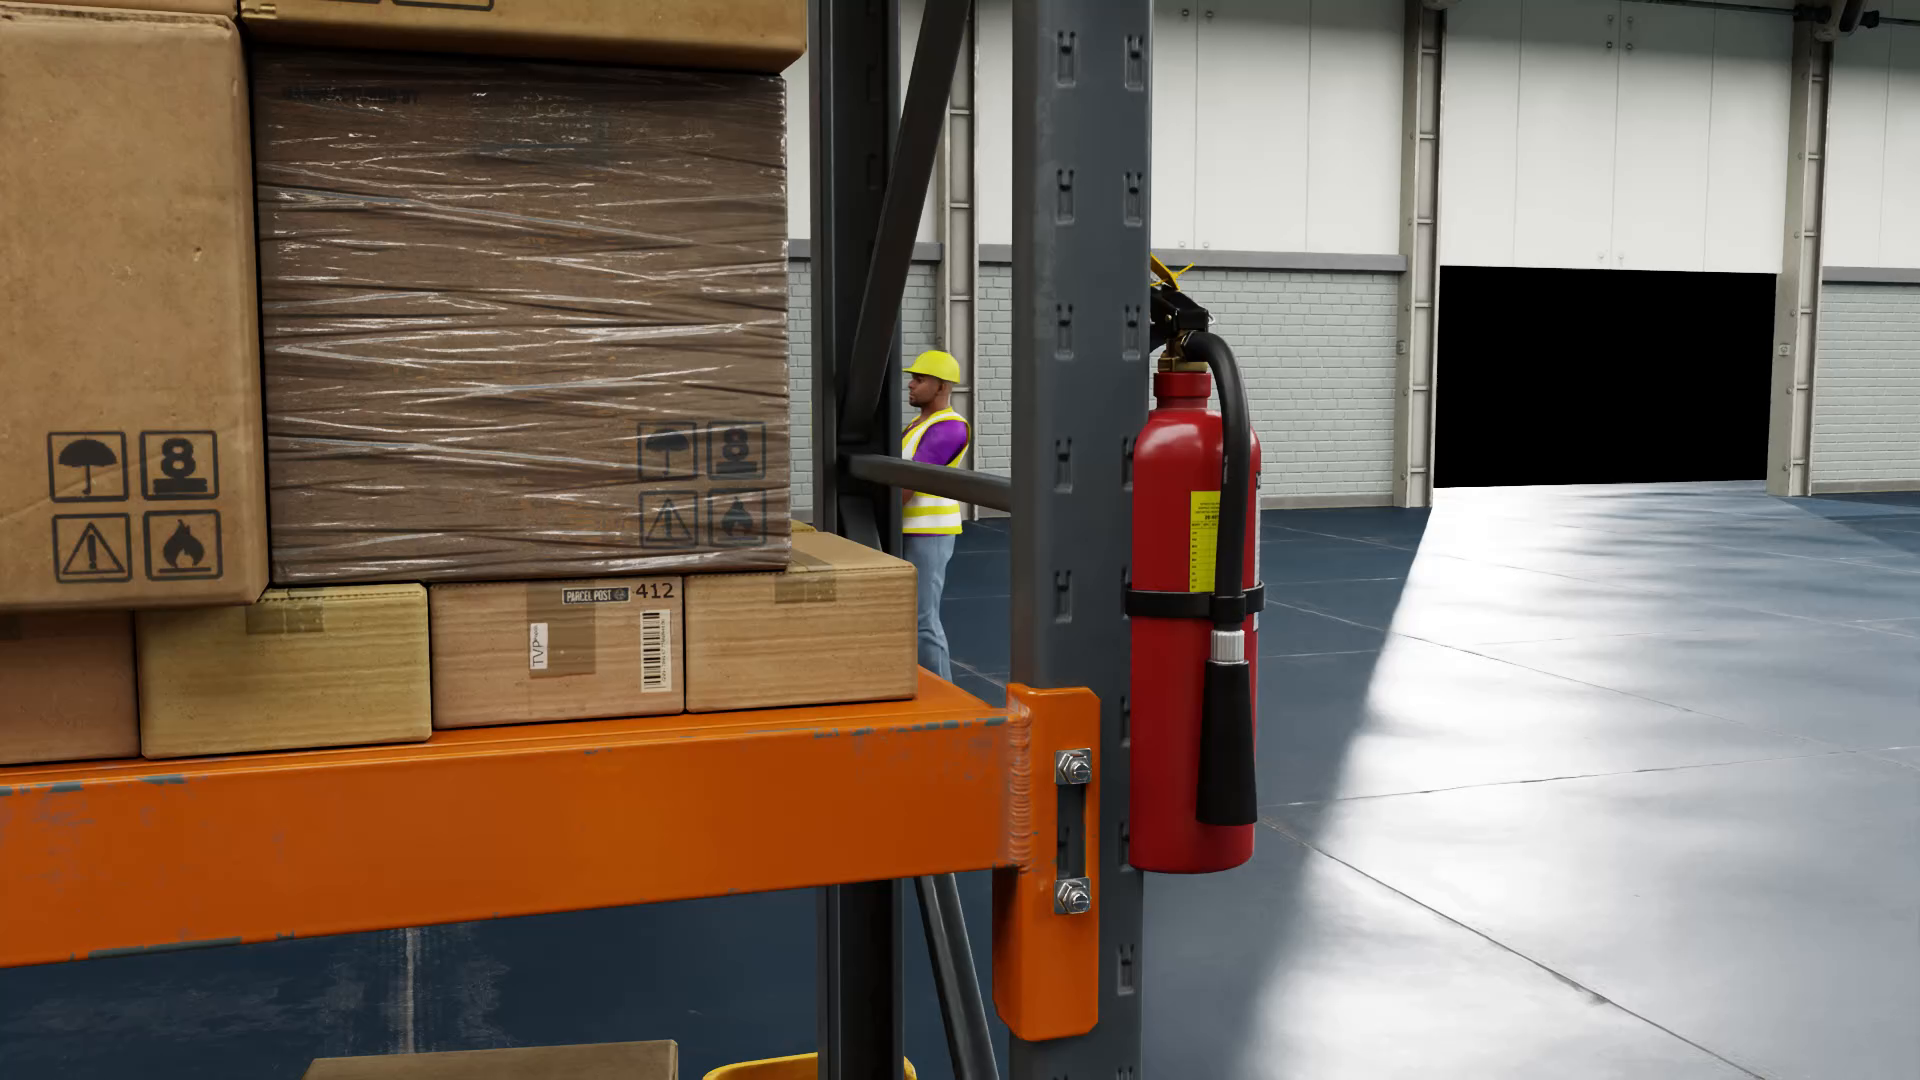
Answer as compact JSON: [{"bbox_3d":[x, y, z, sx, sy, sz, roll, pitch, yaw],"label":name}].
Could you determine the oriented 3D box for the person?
[{"bbox_3d":[-0.198,-0.017,7.912,0.454,1.761,0.636,-2,6,-22],"label":"person"}]
